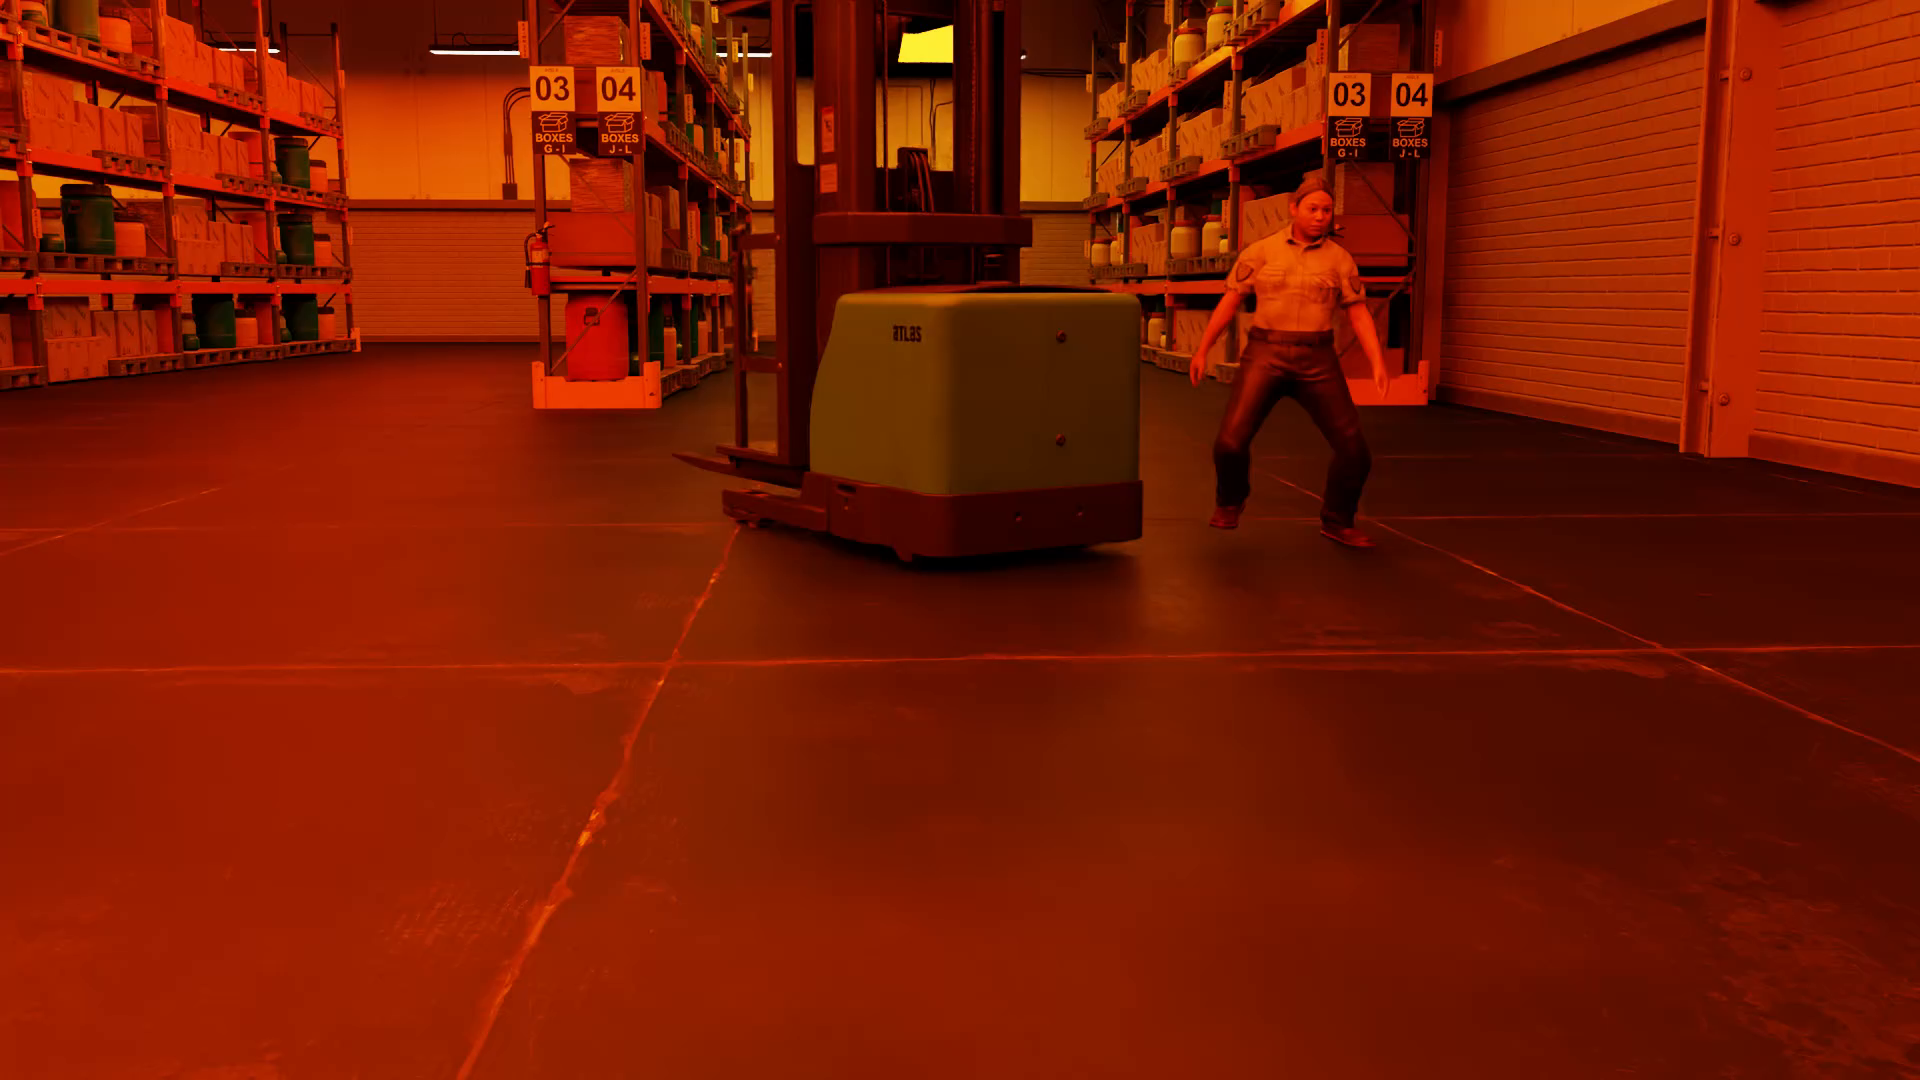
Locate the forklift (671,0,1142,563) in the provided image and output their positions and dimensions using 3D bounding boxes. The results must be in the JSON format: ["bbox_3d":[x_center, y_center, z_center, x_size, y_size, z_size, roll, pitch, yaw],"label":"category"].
[{"bbox_3d":[-0.461,-1.534,7.662,1.130,2.935,3.031,-5,10,-32],"label":"forklift"}]

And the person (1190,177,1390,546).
[{"bbox_3d":[1.399,-0.746,7.087,0.838,1.568,0.495,1,9,10],"label":"person"}]
